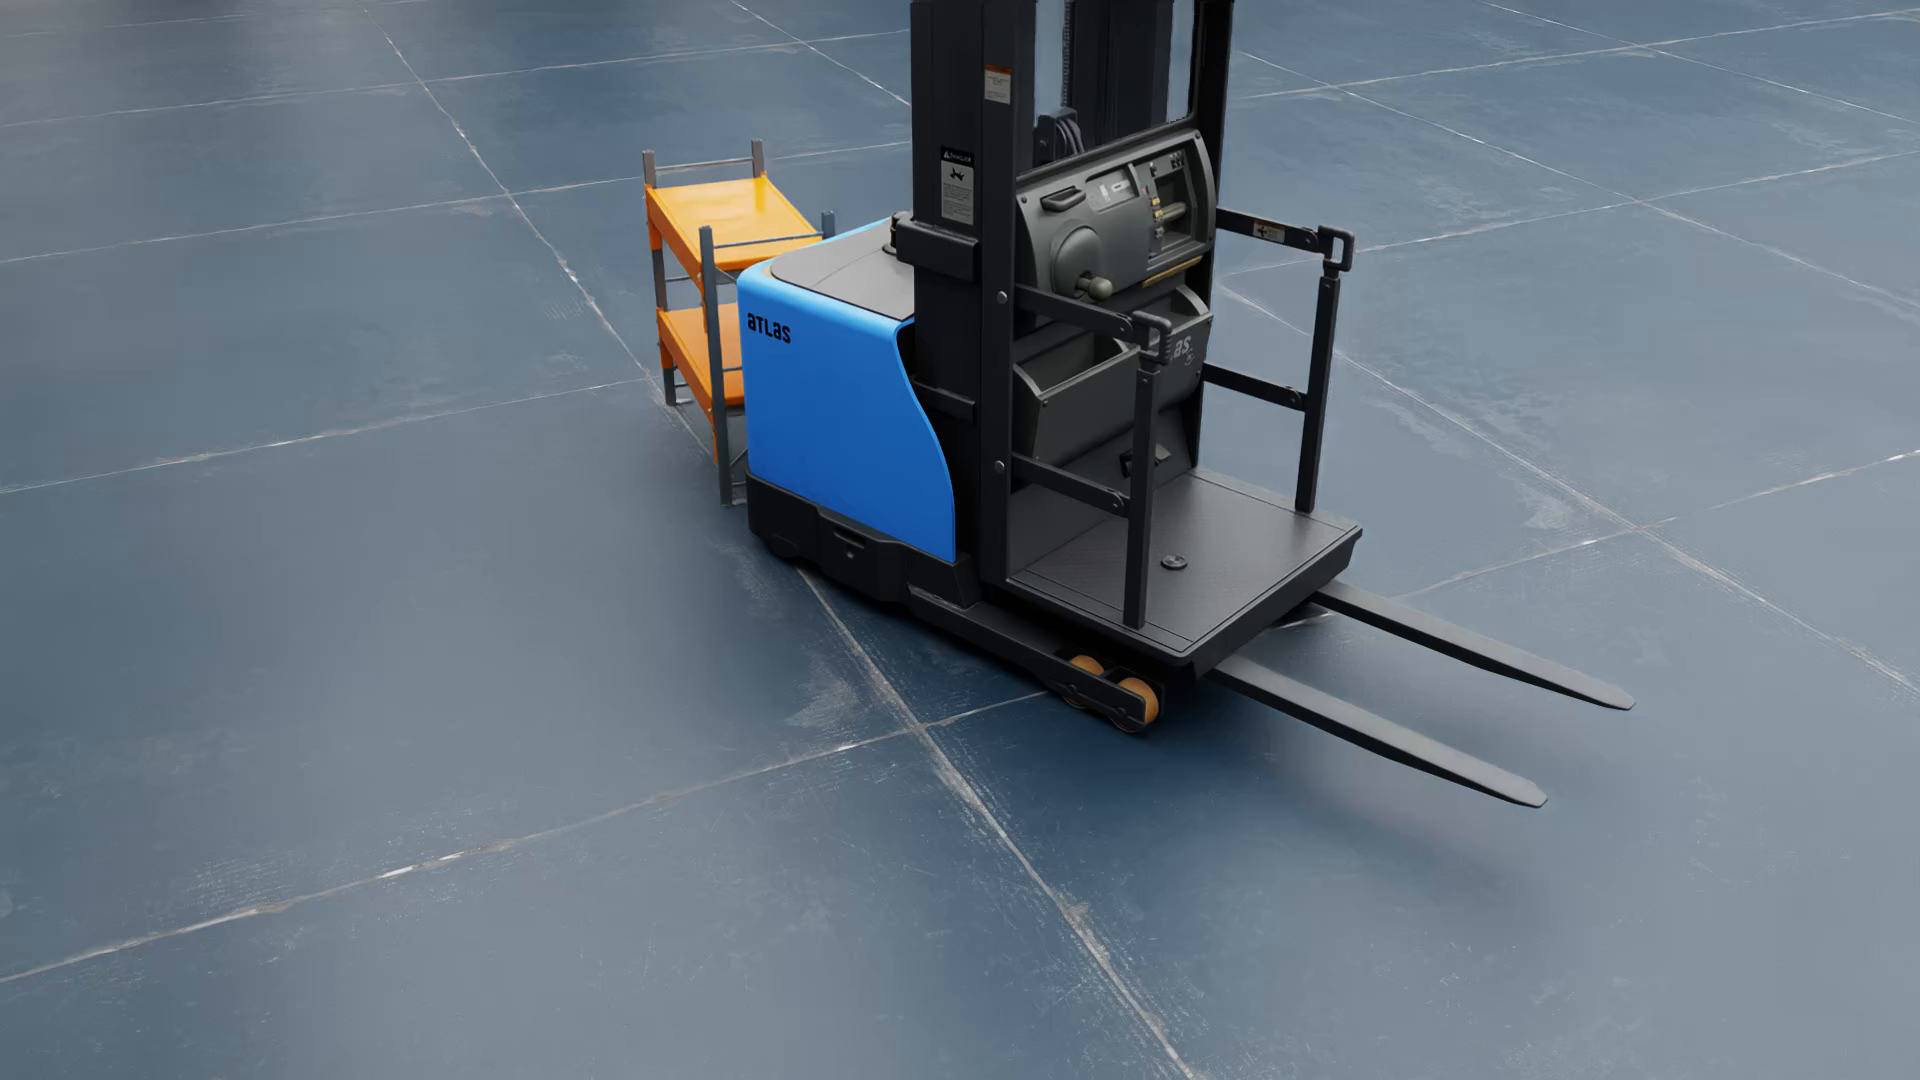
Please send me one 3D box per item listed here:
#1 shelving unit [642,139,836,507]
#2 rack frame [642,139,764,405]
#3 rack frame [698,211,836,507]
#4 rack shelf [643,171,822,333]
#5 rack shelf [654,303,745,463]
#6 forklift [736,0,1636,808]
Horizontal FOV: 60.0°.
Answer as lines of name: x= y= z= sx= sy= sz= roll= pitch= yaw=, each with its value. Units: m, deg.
shelving unit: x=-0.878 y=-0.901 z=6.707 sx=0.538 sy=1.125 sz=1.048 roll=-11 pitch=31 yaw=-18
rack frame: x=-1.059 y=-1.133 z=7.121 sx=0.500 sy=1.125 sz=0.032 roll=-11 pitch=31 yaw=-18
rack frame: x=-0.697 y=-0.669 z=6.292 sx=0.500 sy=1.125 sz=0.032 roll=-11 pitch=31 yaw=-18
rack shelf: x=-0.878 y=-1.156 z=6.563 sx=0.538 sy=0.278 sz=1.000 roll=-11 pitch=31 yaw=-18
rack shelf: x=-0.878 y=-0.688 z=6.826 sx=0.538 sy=0.278 sz=1.000 roll=-11 pitch=31 yaw=-18
forklift: x=0.653 y=-0.971 z=4.985 sx=3.031 sy=2.935 sz=1.130 roll=23 pitch=37 yaw=35
